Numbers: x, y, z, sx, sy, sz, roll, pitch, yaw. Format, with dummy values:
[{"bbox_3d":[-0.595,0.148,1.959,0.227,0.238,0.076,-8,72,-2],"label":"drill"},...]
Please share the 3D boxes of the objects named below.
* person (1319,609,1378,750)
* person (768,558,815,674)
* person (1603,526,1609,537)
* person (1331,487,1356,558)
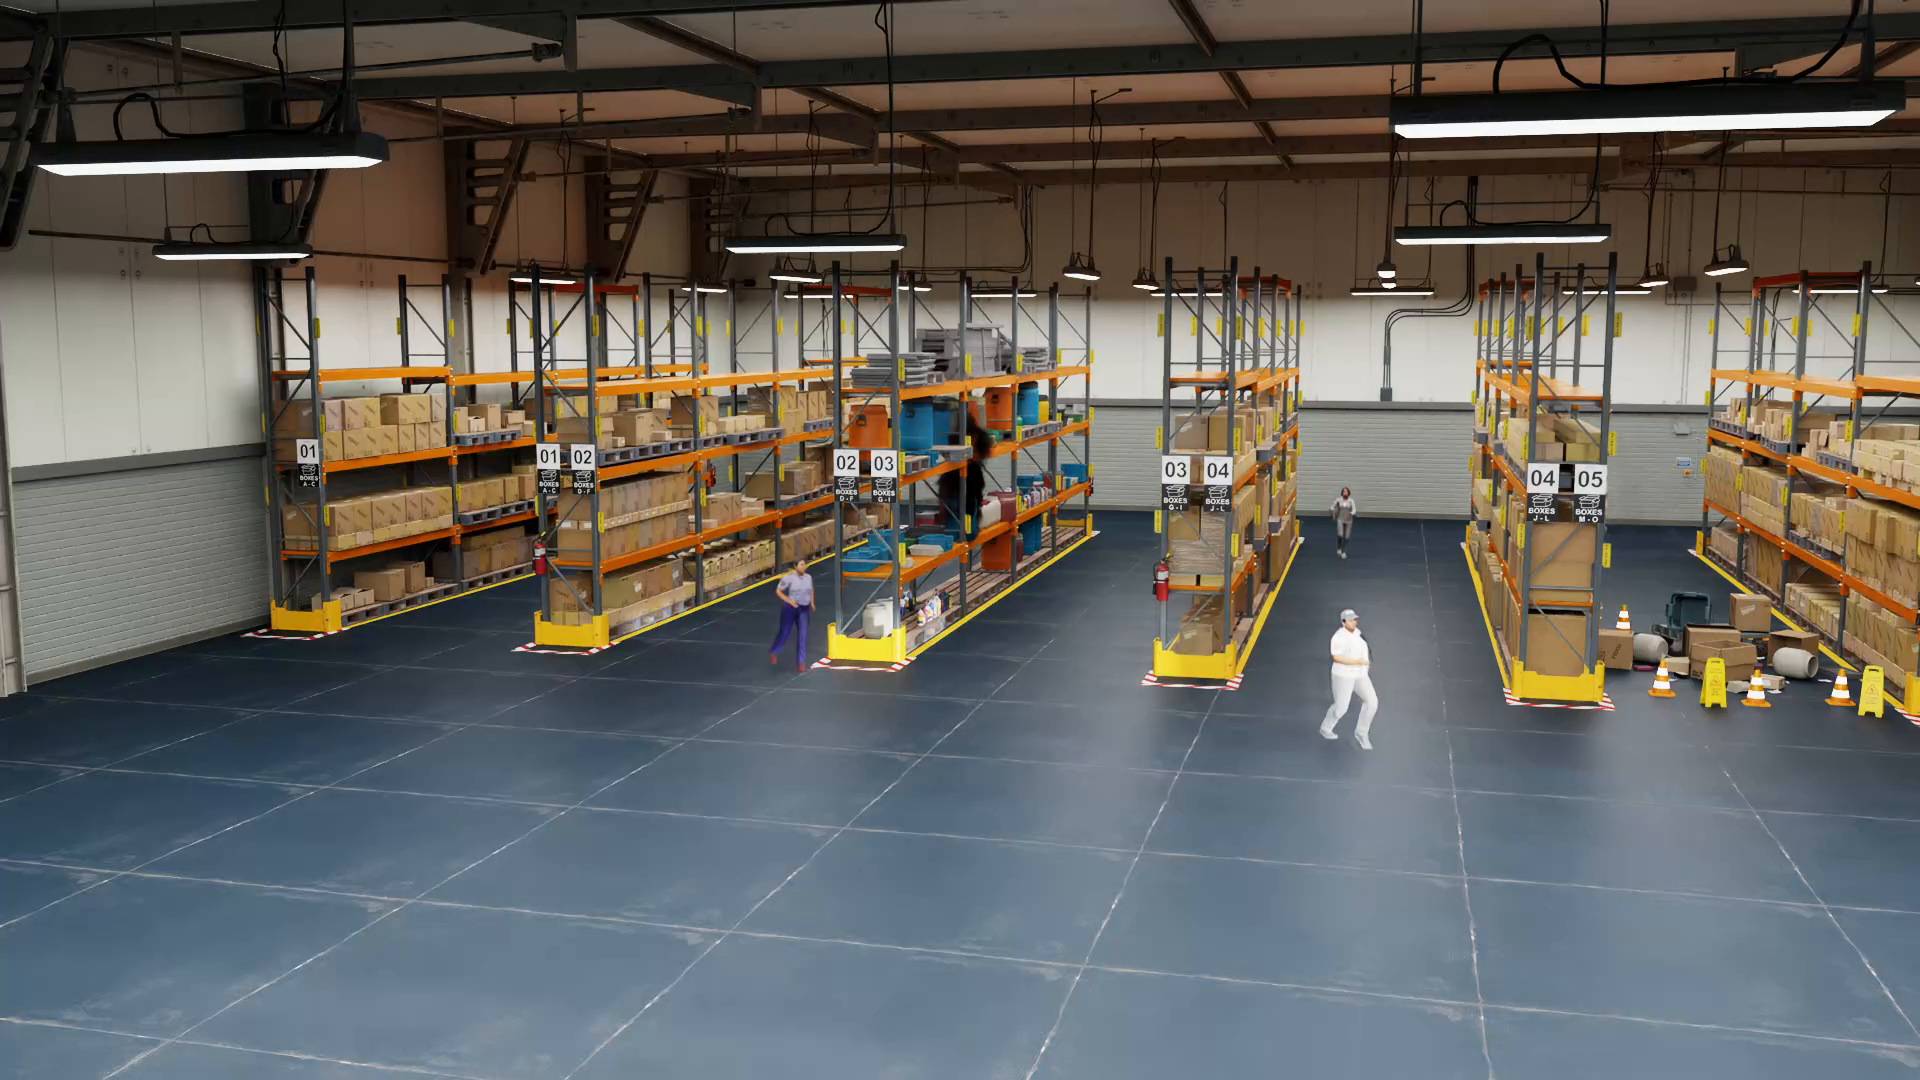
[{"bbox_3d":[4.693,1.673,20.045,0.608,1.703,0.733,-4,8,-31],"label":"person"},{"bbox_3d":[-2.410,1.092,24.573,0.692,1.627,0.911,-4,8,-27],"label":"person"},{"bbox_3d":[14.805,-0.756,38.721,0.632,1.734,0.691,3,8,19],"label":"person"},{"bbox_3d":[8.318,-0.373,36.155,0.465,1.565,0.610,1,7,8],"label":"person"}]
